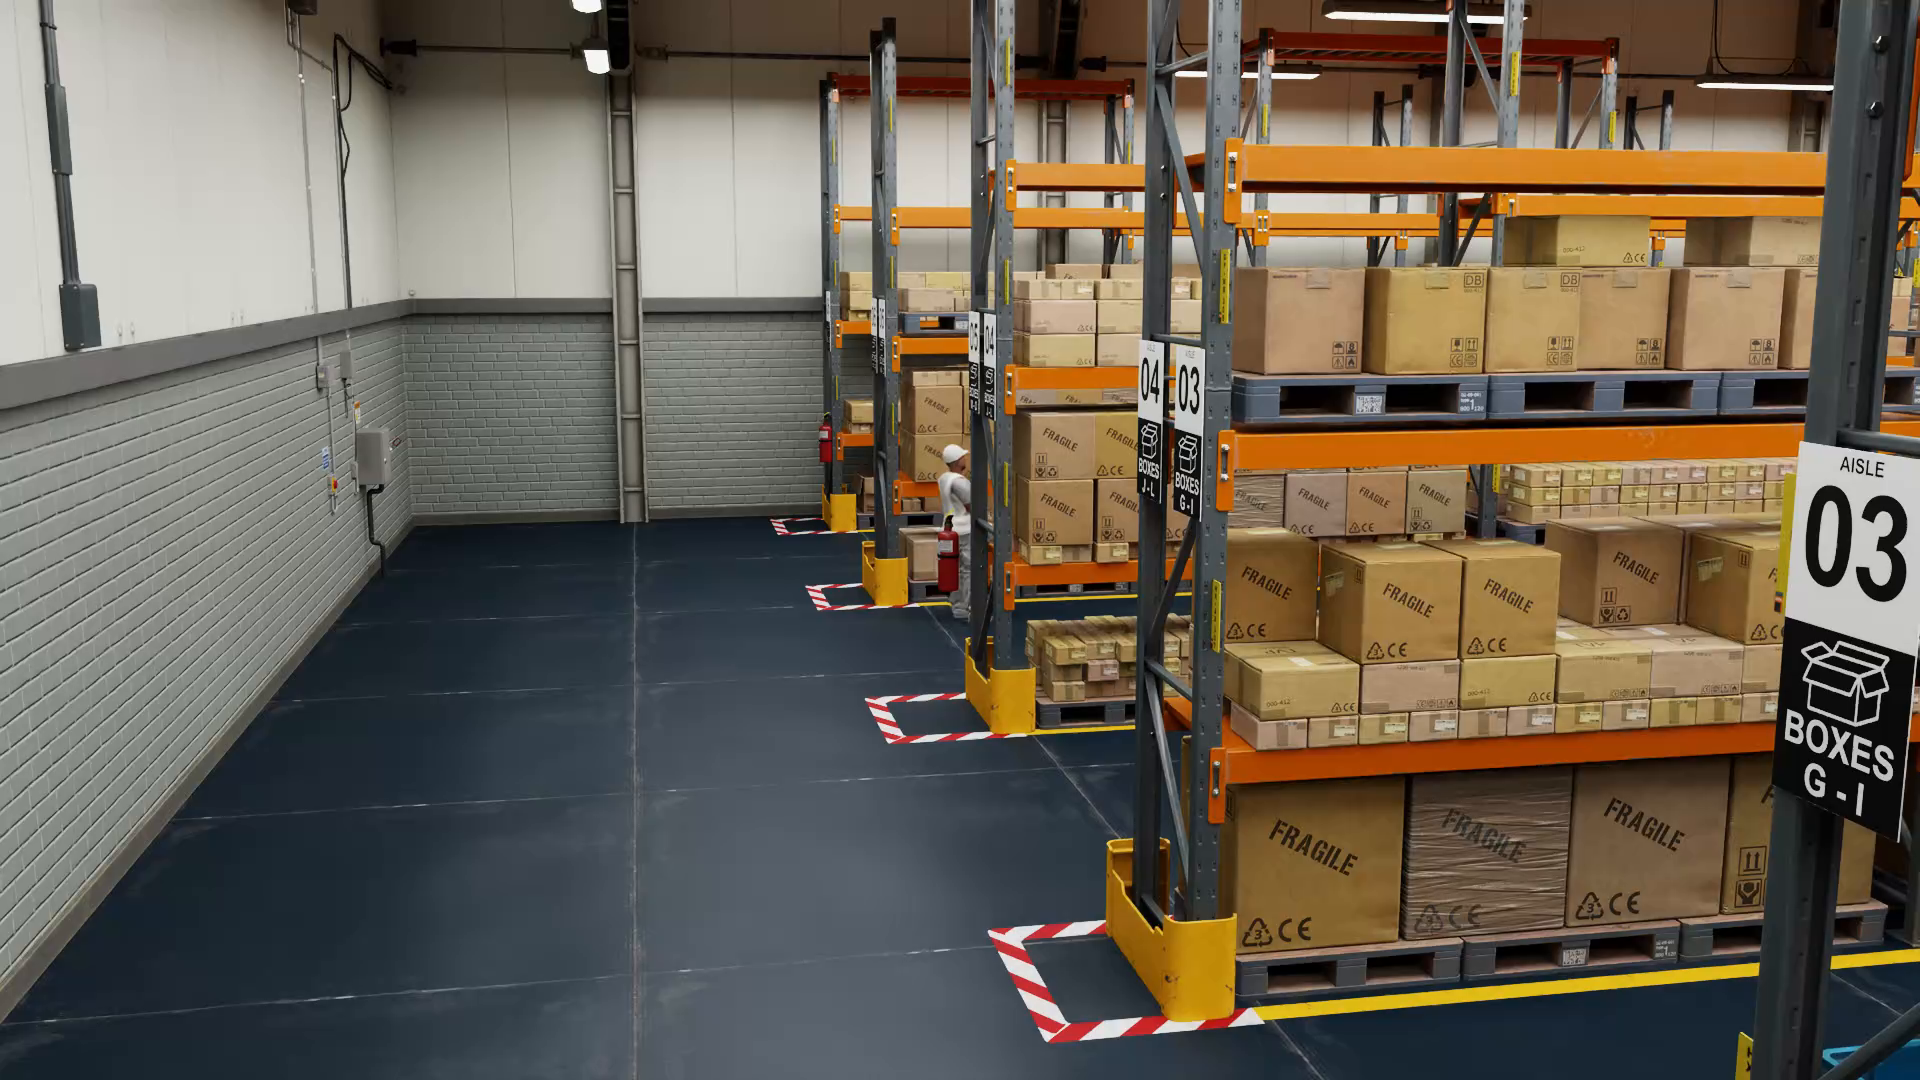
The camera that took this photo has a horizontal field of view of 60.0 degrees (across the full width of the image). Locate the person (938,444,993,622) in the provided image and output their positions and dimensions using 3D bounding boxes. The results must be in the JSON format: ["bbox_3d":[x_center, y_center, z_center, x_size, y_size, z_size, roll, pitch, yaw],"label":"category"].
[{"bbox_3d":[0.090,-0.083,16.768,0.577,1.783,0.641,-3,10,-18],"label":"person"}]
